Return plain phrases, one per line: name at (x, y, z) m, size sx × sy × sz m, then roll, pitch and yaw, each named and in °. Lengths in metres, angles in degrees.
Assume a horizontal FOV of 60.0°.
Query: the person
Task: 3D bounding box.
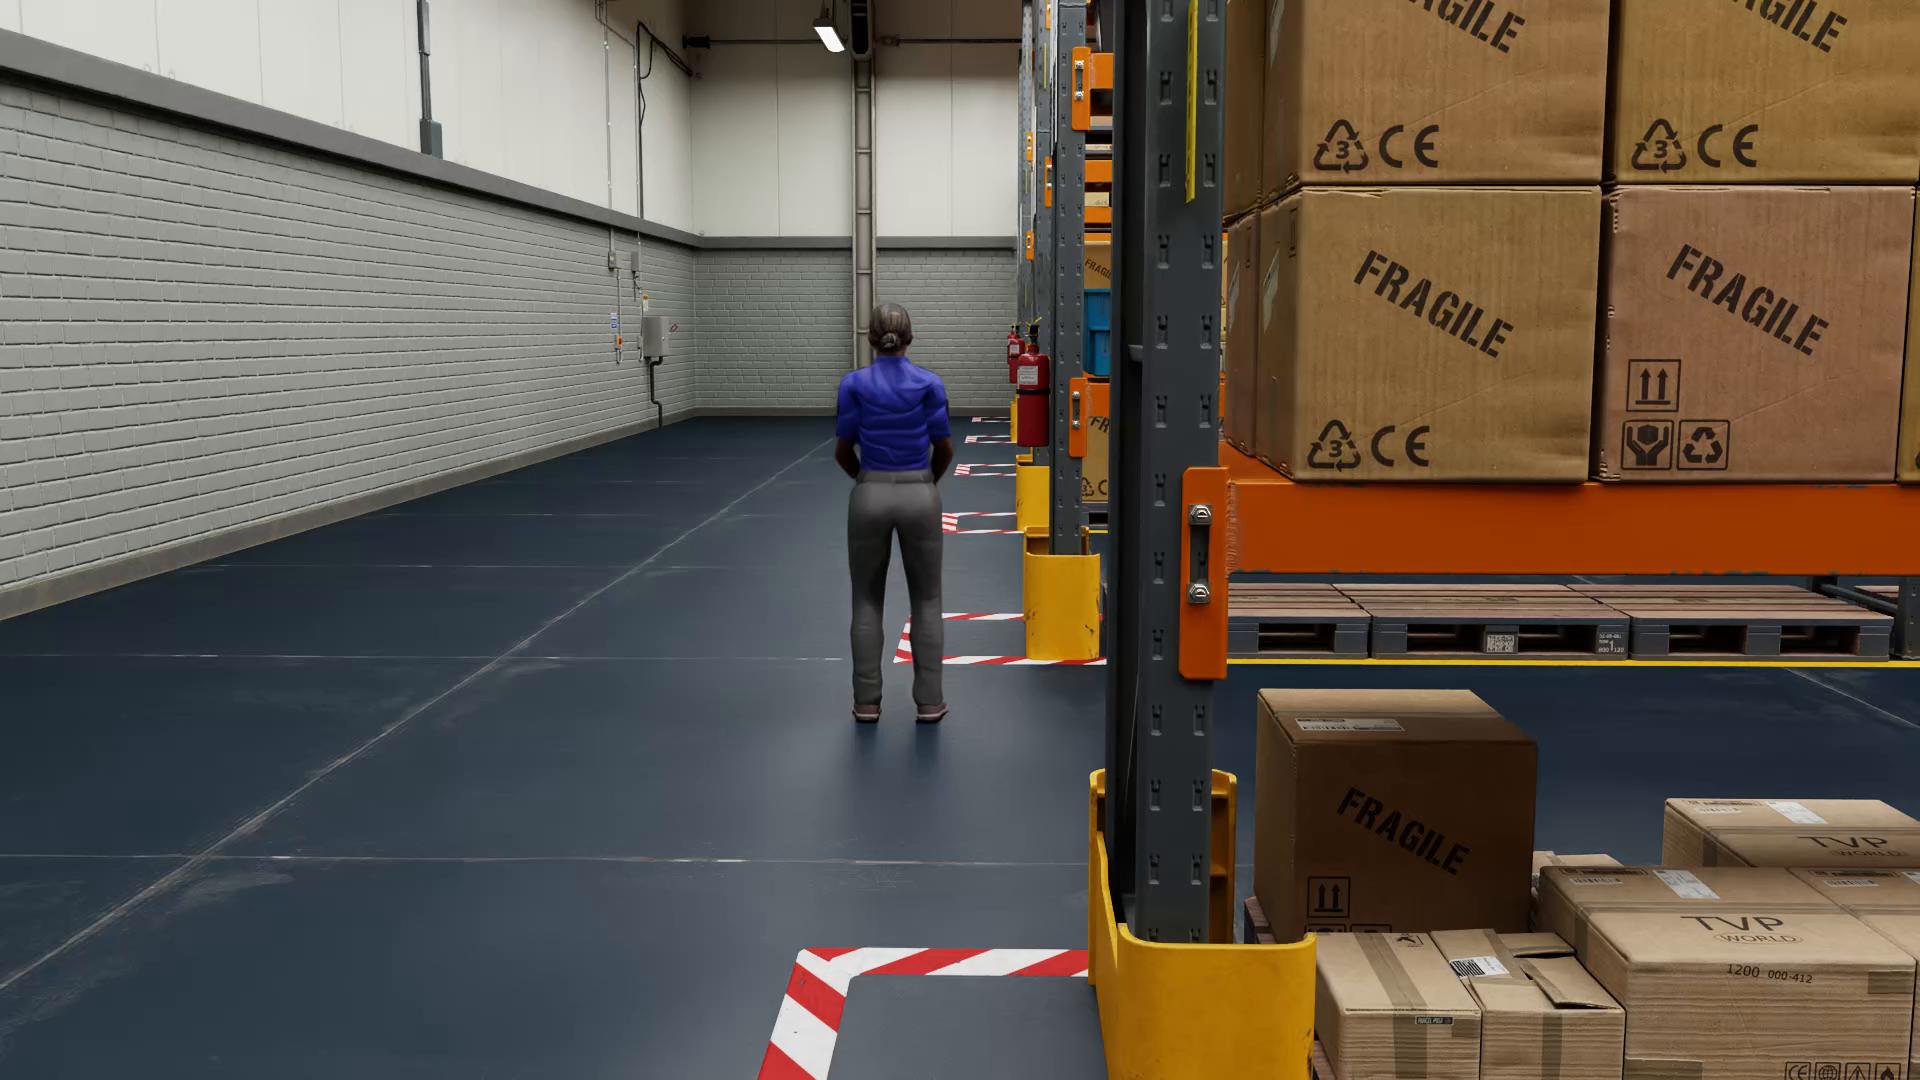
person at (-0.261, -0.117, 6.691) m, size 0.470 × 1.659 × 0.475 m, roll 0°, pitch 7°, yaw 1°
